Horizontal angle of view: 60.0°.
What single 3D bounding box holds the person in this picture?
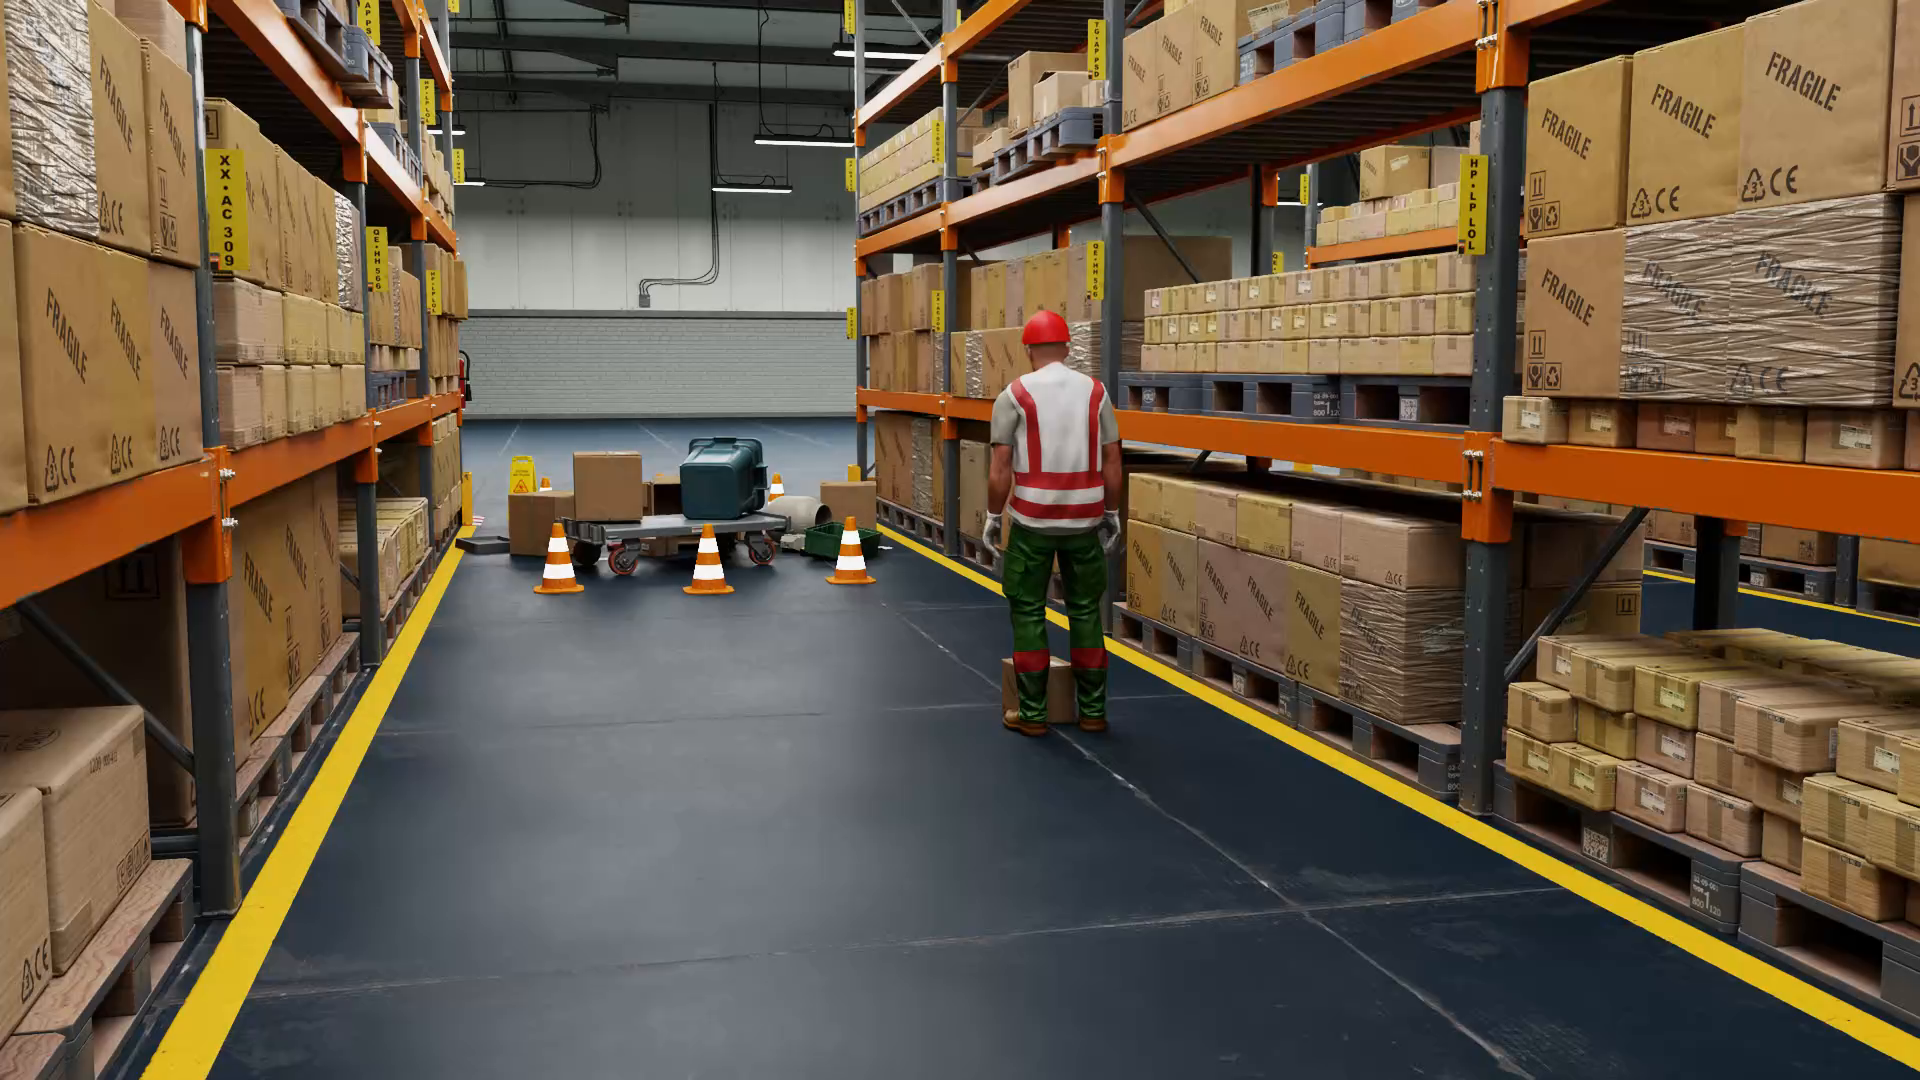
[{"bbox_3d":[0.395,-0.074,7.021,0.610,1.779,0.448,-1,6,-13],"label":"person"}]
